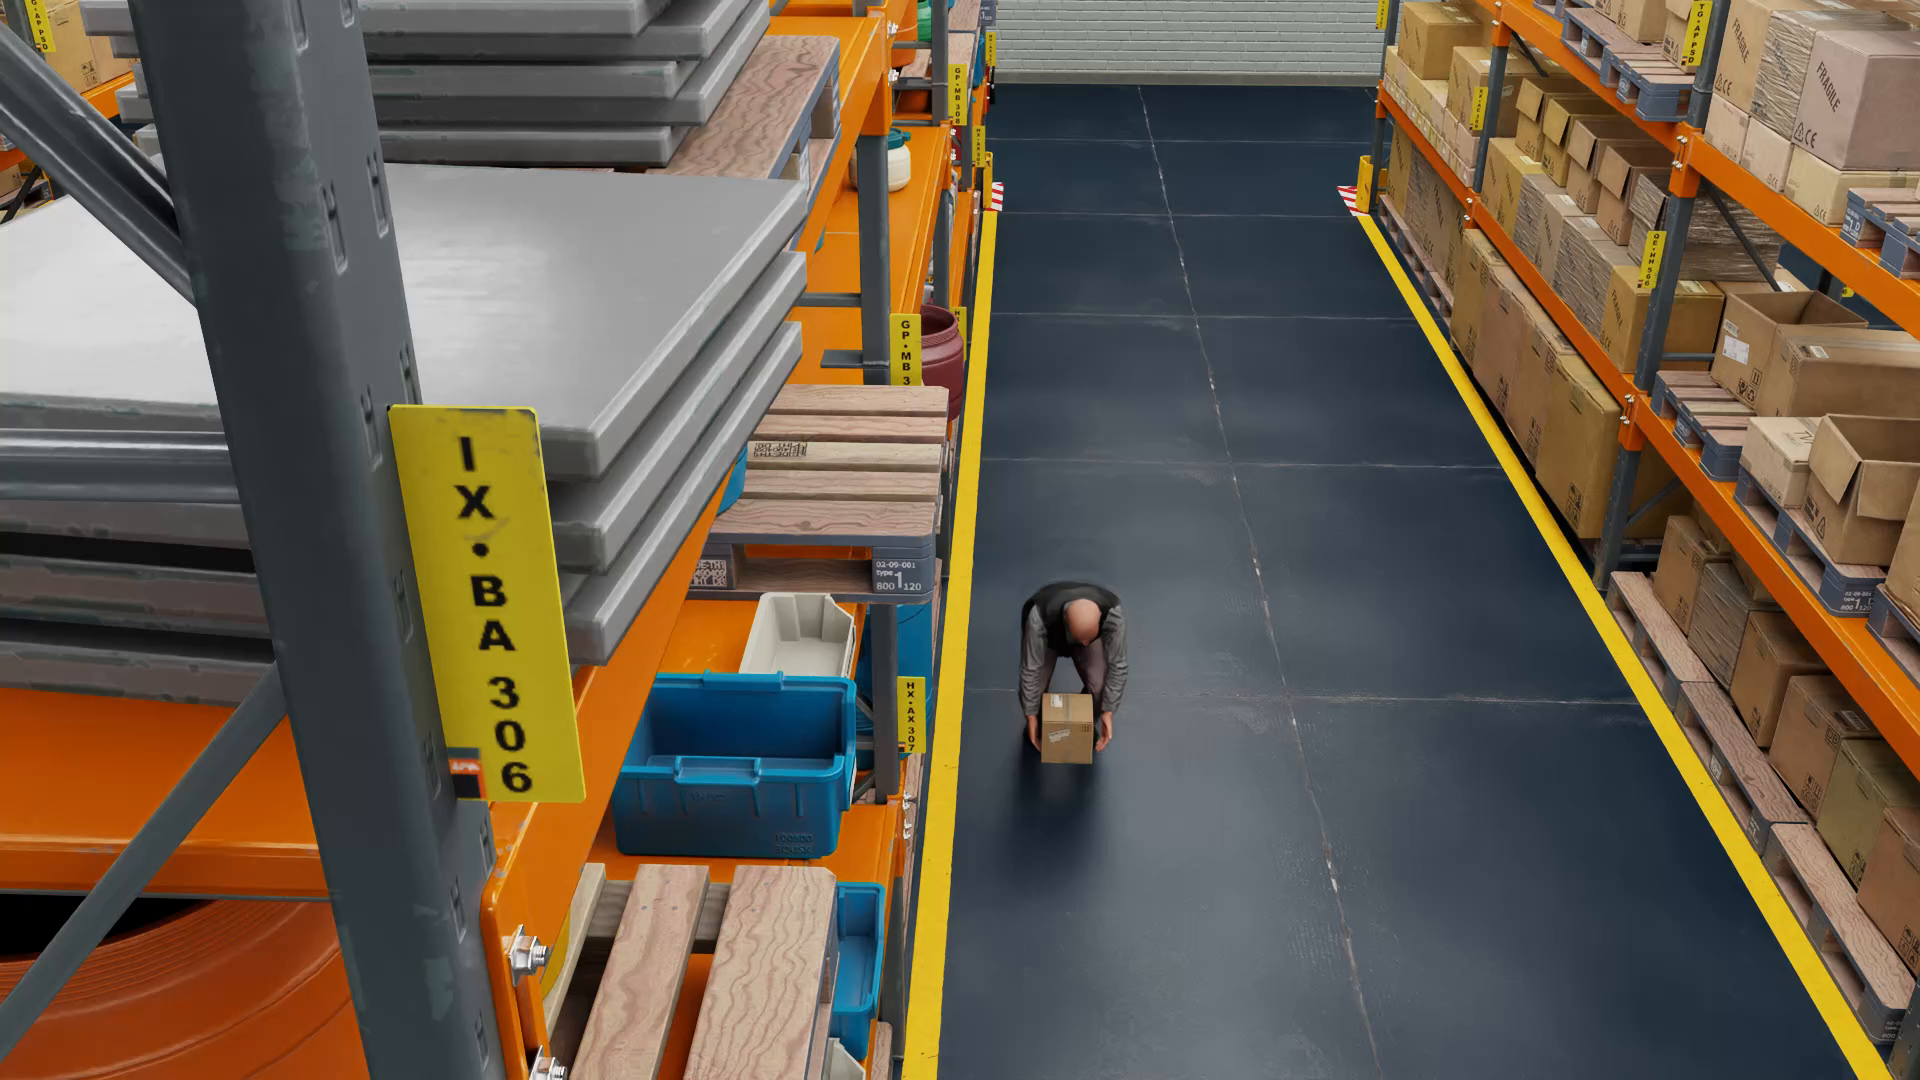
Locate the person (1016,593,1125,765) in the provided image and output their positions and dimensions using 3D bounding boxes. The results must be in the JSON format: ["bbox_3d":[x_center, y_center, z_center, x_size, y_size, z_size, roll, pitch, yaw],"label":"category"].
[{"bbox_3d":[0.559,0.637,8.487,0.542,0.970,0.869,1,28,2],"label":"person"}]
